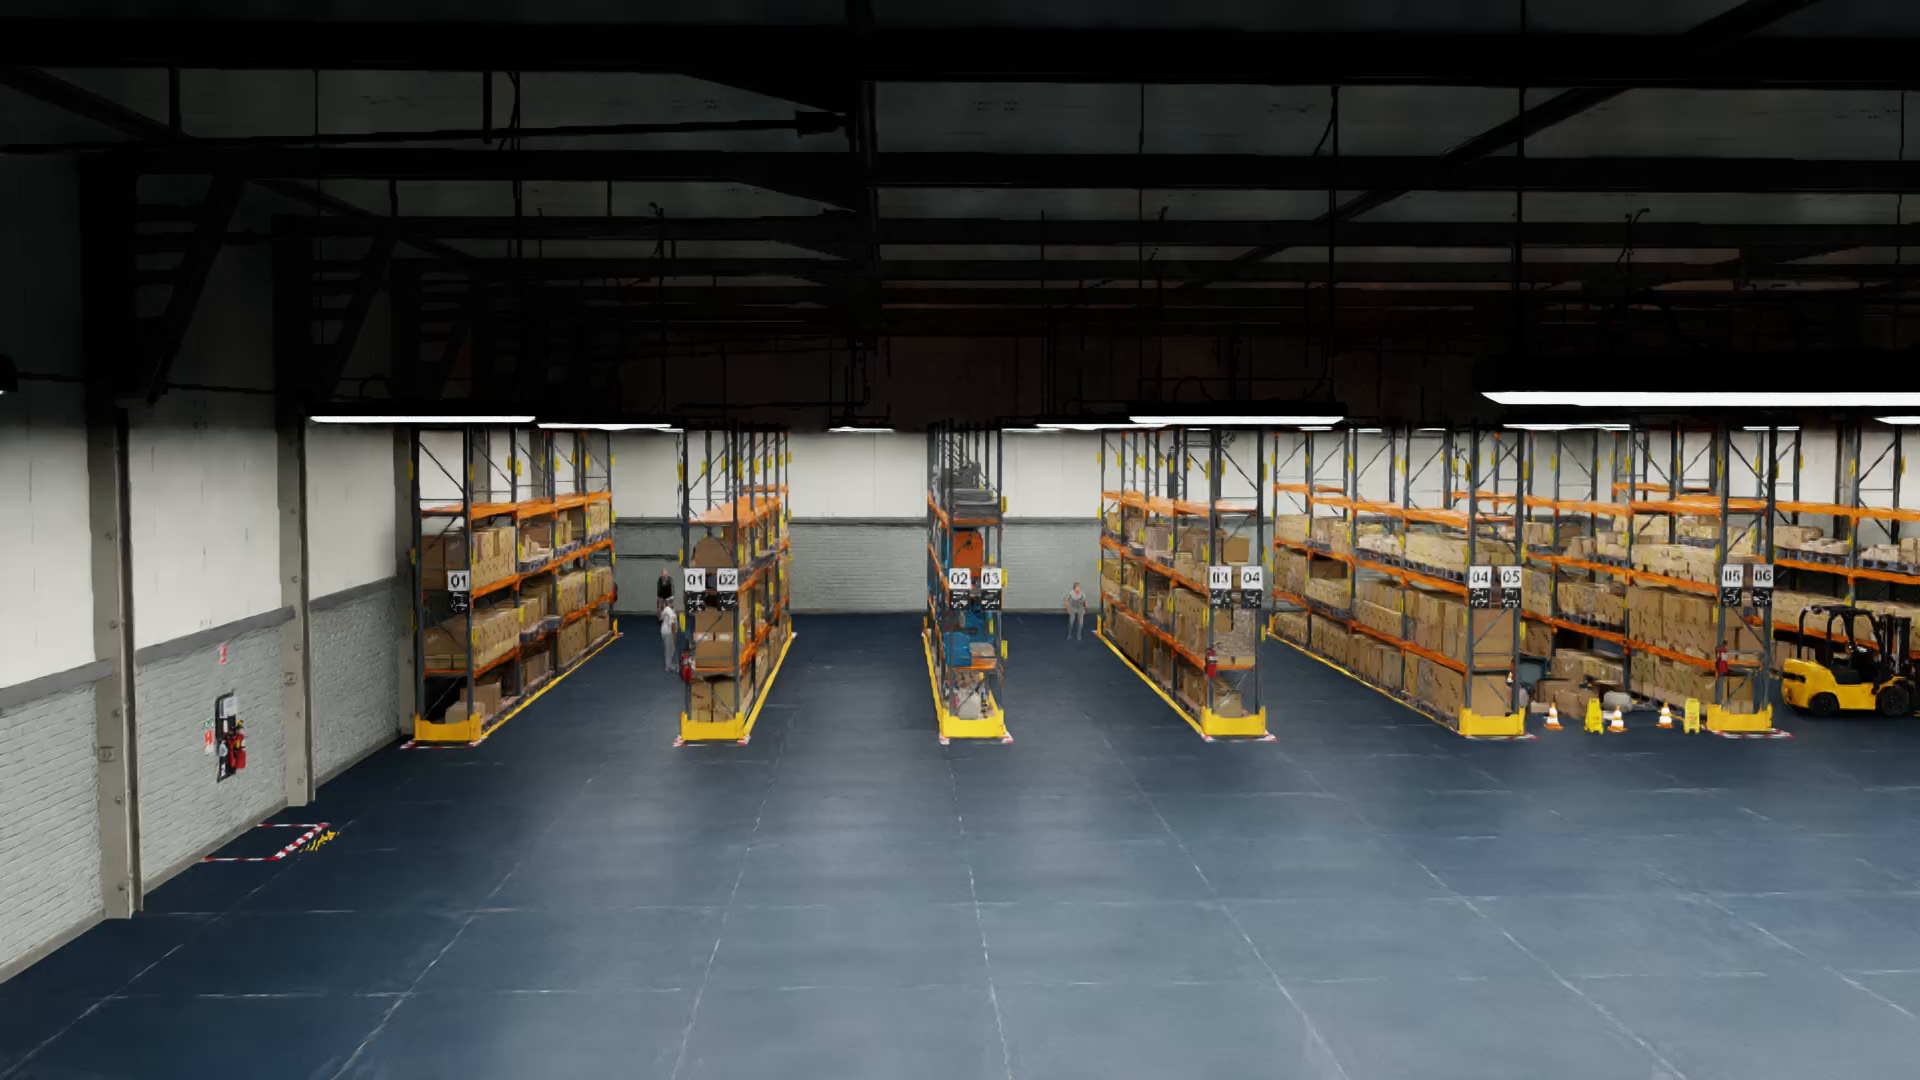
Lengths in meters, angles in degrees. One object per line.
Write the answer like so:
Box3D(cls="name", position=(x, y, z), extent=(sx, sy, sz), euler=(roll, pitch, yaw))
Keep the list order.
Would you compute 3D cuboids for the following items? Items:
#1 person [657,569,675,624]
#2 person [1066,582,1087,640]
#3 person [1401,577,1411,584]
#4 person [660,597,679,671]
Box3D(cls="person", position=(-8.873, 1.683, 50.099), extent=(0.543, 1.649, 1.119), euler=(0, 4, -5))
Box3D(cls="person", position=(3.218, 1.968, 46.136), extent=(0.580, 1.618, 0.507), euler=(0, 4, -4))
Box3D(cls="person", position=(12.752, 1.834, 47.717), extent=(0.616, 1.664, 0.572), euler=(-1, 4, -17))
Box3D(cls="person", position=(-6.981, 2.260, 40.193), extent=(0.476, 1.759, 0.593), euler=(-2, 4, -32))
